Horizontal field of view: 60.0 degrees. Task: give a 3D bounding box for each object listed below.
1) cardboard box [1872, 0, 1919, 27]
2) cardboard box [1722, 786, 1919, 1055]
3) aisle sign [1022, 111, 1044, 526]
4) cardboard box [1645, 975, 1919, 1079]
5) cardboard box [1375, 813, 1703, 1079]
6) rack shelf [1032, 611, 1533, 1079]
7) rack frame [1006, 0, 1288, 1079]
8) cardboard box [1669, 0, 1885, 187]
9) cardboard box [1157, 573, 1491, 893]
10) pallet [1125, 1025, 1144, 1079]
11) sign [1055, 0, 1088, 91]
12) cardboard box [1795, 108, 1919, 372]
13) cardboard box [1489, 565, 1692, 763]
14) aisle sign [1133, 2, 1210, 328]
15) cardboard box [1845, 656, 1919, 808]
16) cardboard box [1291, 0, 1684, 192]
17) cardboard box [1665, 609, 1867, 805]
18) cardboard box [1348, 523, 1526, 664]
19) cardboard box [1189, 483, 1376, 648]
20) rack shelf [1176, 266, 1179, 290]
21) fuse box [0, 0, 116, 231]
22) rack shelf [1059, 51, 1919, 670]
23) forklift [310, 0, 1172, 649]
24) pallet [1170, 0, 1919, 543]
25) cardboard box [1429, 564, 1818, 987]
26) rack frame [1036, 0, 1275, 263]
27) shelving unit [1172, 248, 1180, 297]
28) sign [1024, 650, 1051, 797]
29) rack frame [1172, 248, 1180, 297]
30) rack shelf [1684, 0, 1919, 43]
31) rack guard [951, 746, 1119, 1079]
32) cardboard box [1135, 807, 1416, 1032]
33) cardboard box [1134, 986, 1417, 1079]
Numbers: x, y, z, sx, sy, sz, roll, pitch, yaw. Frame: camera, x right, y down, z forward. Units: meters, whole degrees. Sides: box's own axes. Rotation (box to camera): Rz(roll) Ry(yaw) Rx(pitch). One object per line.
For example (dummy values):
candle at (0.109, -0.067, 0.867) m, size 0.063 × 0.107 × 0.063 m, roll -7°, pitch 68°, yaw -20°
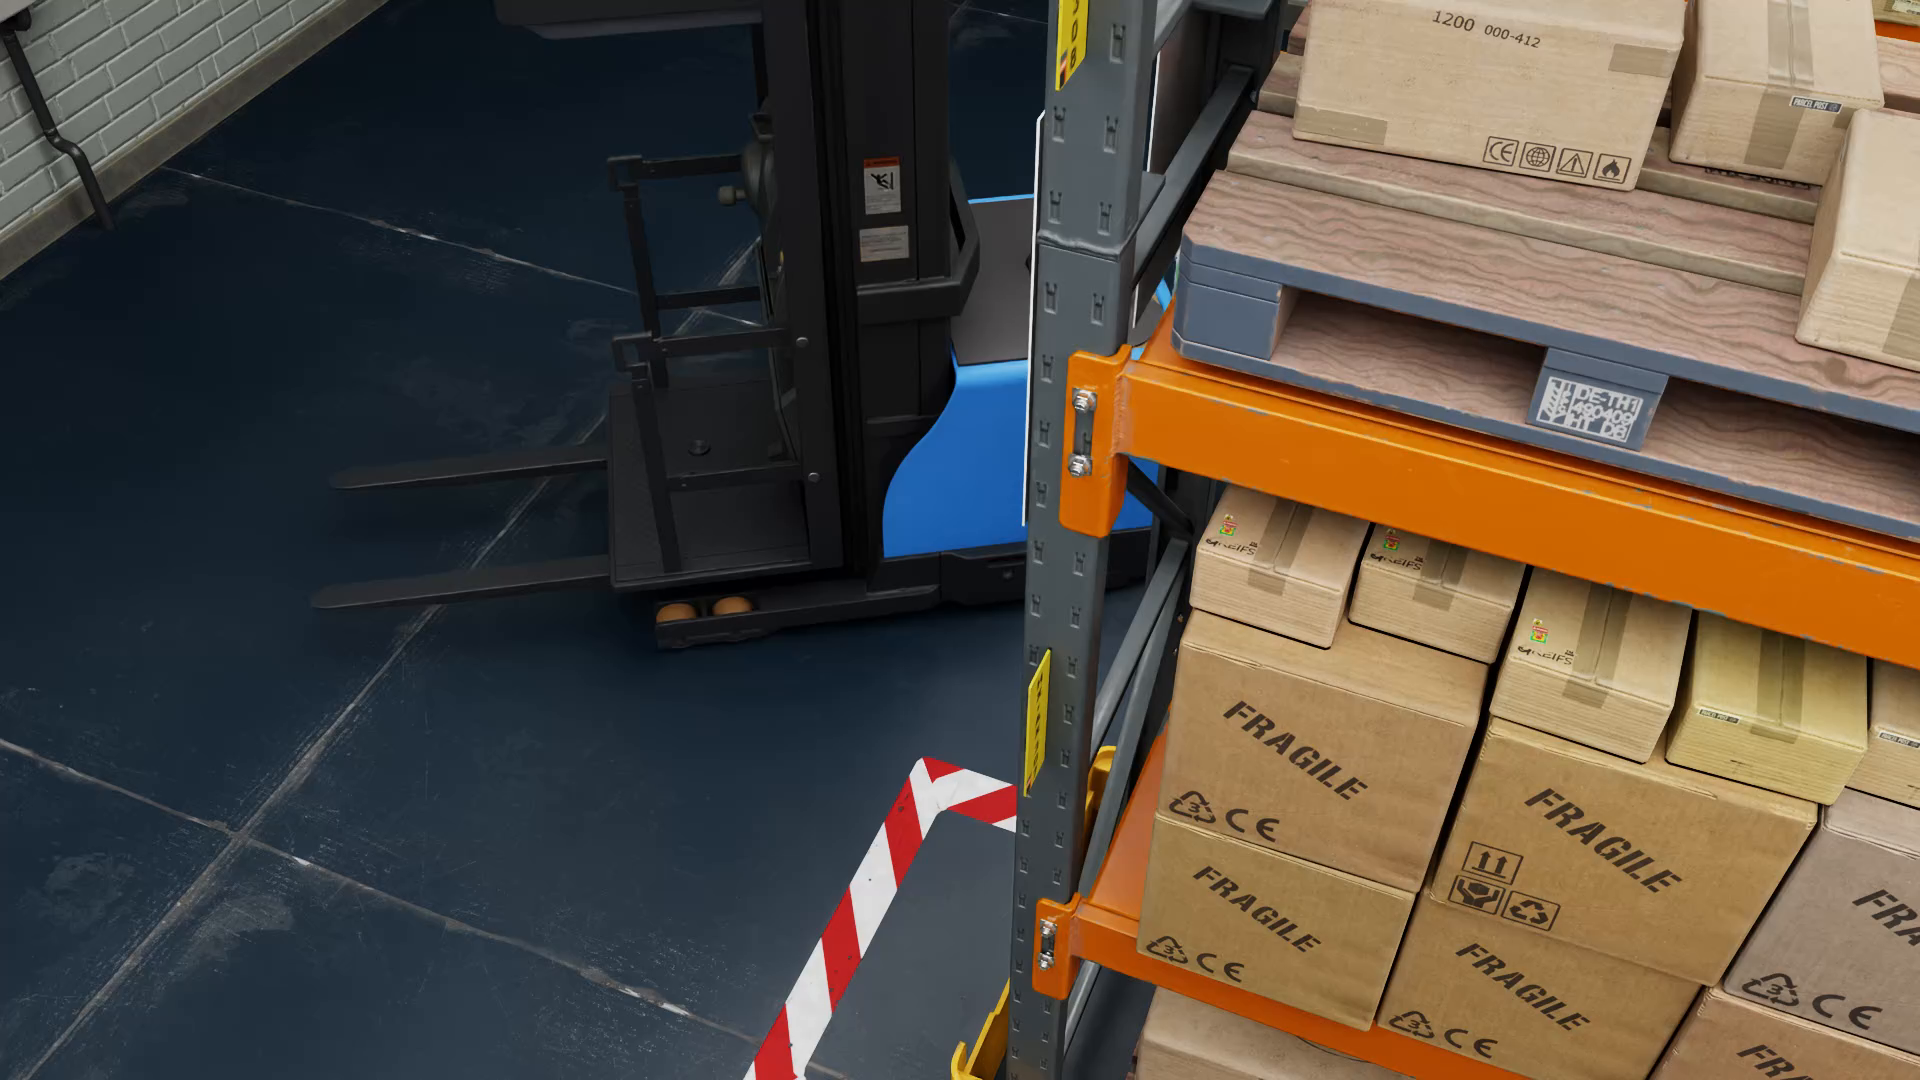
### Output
cardboard box at (3.638, -2.172, 6.485) m, size 0.250 × 0.149 × 0.380 m, roll 15°, pitch 47°, yaw 15°
cardboard box at (1.654, 0.517, 2.824) m, size 0.500 × 0.500 × 0.500 m, roll 16°, pitch 47°, yaw 16°
aisle sign at (0.185, -0.431, 2.714) m, size 0.004 × 0.787 × 0.394 m, roll 16°, pitch 47°, yaw 16°
cardboard box at (1.635, 0.872, 3.176) m, size 0.500 × 0.500 × 0.500 m, roll 16°, pitch 47°, yaw 16°
cardboard box at (1.173, 0.722, 3.327) m, size 0.500 × 0.500 × 0.500 m, roll 16°, pitch 47°, yaw 15°
rack shelf at (2.209, 1.119, 3.509) m, size 4.000 × 0.370 × 1.077 m, roll 16°, pitch 47°, yaw 16°
rack frame at (0.363, 0.321, 3.801) m, size 0.127 × 3.000 × 1.000 m, roll 16°, pitch 47°, yaw 16°
cardboard box at (1.230, -0.712, 2.522) m, size 0.250 × 0.149 × 0.380 m, roll 13°, pitch 46°, yaw 13°
cardboard box at (0.696, 0.247, 3.096) m, size 0.500 × 0.500 × 0.500 m, roll 15°, pitch 47°, yaw 15°
pallet at (1.131, 1.476, 4.617) m, size 1.213 × 0.211 × 1.003 m, roll 16°, pitch 47°, yaw 16°
sign at (0.143, -0.721, 2.045) m, size 0.005 × 0.325 × 0.100 m, roll 16°, pitch 47°, yaw 16°
cardboard box at (1.278, -0.393, 2.201) m, size 0.250 × 0.149 × 0.380 m, roll 18°, pitch 48°, yaw 17°
cardboard box at (1.049, 0.148, 2.735) m, size 0.250 × 0.149 × 0.380 m, roll 18°, pitch 48°, yaw 17°
aisle sign at (0.416, -0.822, 3.106) m, size 0.004 × 0.787 × 0.394 m, roll 16°, pitch 47°, yaw 16°
cardboard box at (1.561, 0.244, 2.638) m, size 0.250 × 0.149 × 0.380 m, roll 17°, pitch 47°, yaw 16°
cardboard box at (0.813, -0.810, 2.548) m, size 0.500 × 0.250 × 0.500 m, roll 12°, pitch 46°, yaw 12°
cardboard box at (1.299, 0.207, 2.675) m, size 0.250 × 0.149 × 0.380 m, roll 15°, pitch 47°, yaw 15°
cardboard box at (0.853, 0.002, 2.881) m, size 0.250 × 0.149 × 0.380 m, roll 17°, pitch 47°, yaw 17°
cardboard box at (0.584, -0.022, 2.906) m, size 0.250 × 0.149 × 0.380 m, roll 17°, pitch 47°, yaw 17°
rack shelf at (1.013, -0.888, 5.701) m, size 0.480 × 0.148 × 0.258 m, roll 20°, pitch 48°, yaw 19°
fuse box at (-3.907, -2.066, 7.113) m, size 0.414 × 1.711 × 0.539 m, roll 16°, pitch 47°, yaw 16°
rack shelf at (2.209, 0.056, 2.451) m, size 4.000 × 0.370 × 1.077 m, roll 16°, pitch 47°, yaw 16°
forklift at (-0.793, -1.060, 5.237) m, size 3.031 × 2.935 × 1.130 m, roll -7°, pitch 45°, yaw -7°
pallet at (1.051, -0.516, 2.579) m, size 1.213 × 0.211 × 1.003 m, roll 16°, pitch 47°, yaw 16°
cardboard box at (1.176, 0.382, 2.959) m, size 0.500 × 0.500 × 0.500 m, roll 15°, pitch 47°, yaw 15°
rack frame at (0.363, -1.806, 1.685) m, size 0.127 × 3.000 × 1.000 m, roll 16°, pitch 47°, yaw 16°
shelving unit at (1.011, -0.593, 5.994) m, size 0.503 × 1.200 × 0.258 m, roll 20°, pitch 48°, yaw 19°
sign at (0.143, 0.346, 3.106) m, size 0.005 × 0.325 × 0.100 m, roll 16°, pitch 47°, yaw 16°
rack frame at (0.794, -0.672, 6.072) m, size 0.015 × 1.200 × 0.240 m, roll 20°, pitch 48°, yaw 19°
rack shelf at (4.116, -2.113, 6.757) m, size 4.000 × 0.370 × 1.077 m, roll 16°, pitch 47°, yaw 16°
rack guard at (0.341, 1.200, 4.689) m, size 0.348 × 0.500 × 1.175 m, roll 16°, pitch 47°, yaw 16°
cardboard box at (0.695, 0.603, 3.447) m, size 0.500 × 0.500 × 0.500 m, roll 16°, pitch 47°, yaw 16°
cardboard box at (1.010, 1.194, 4.442) m, size 0.875 × 0.438 × 0.875 m, roll 15°, pitch 47°, yaw 15°
